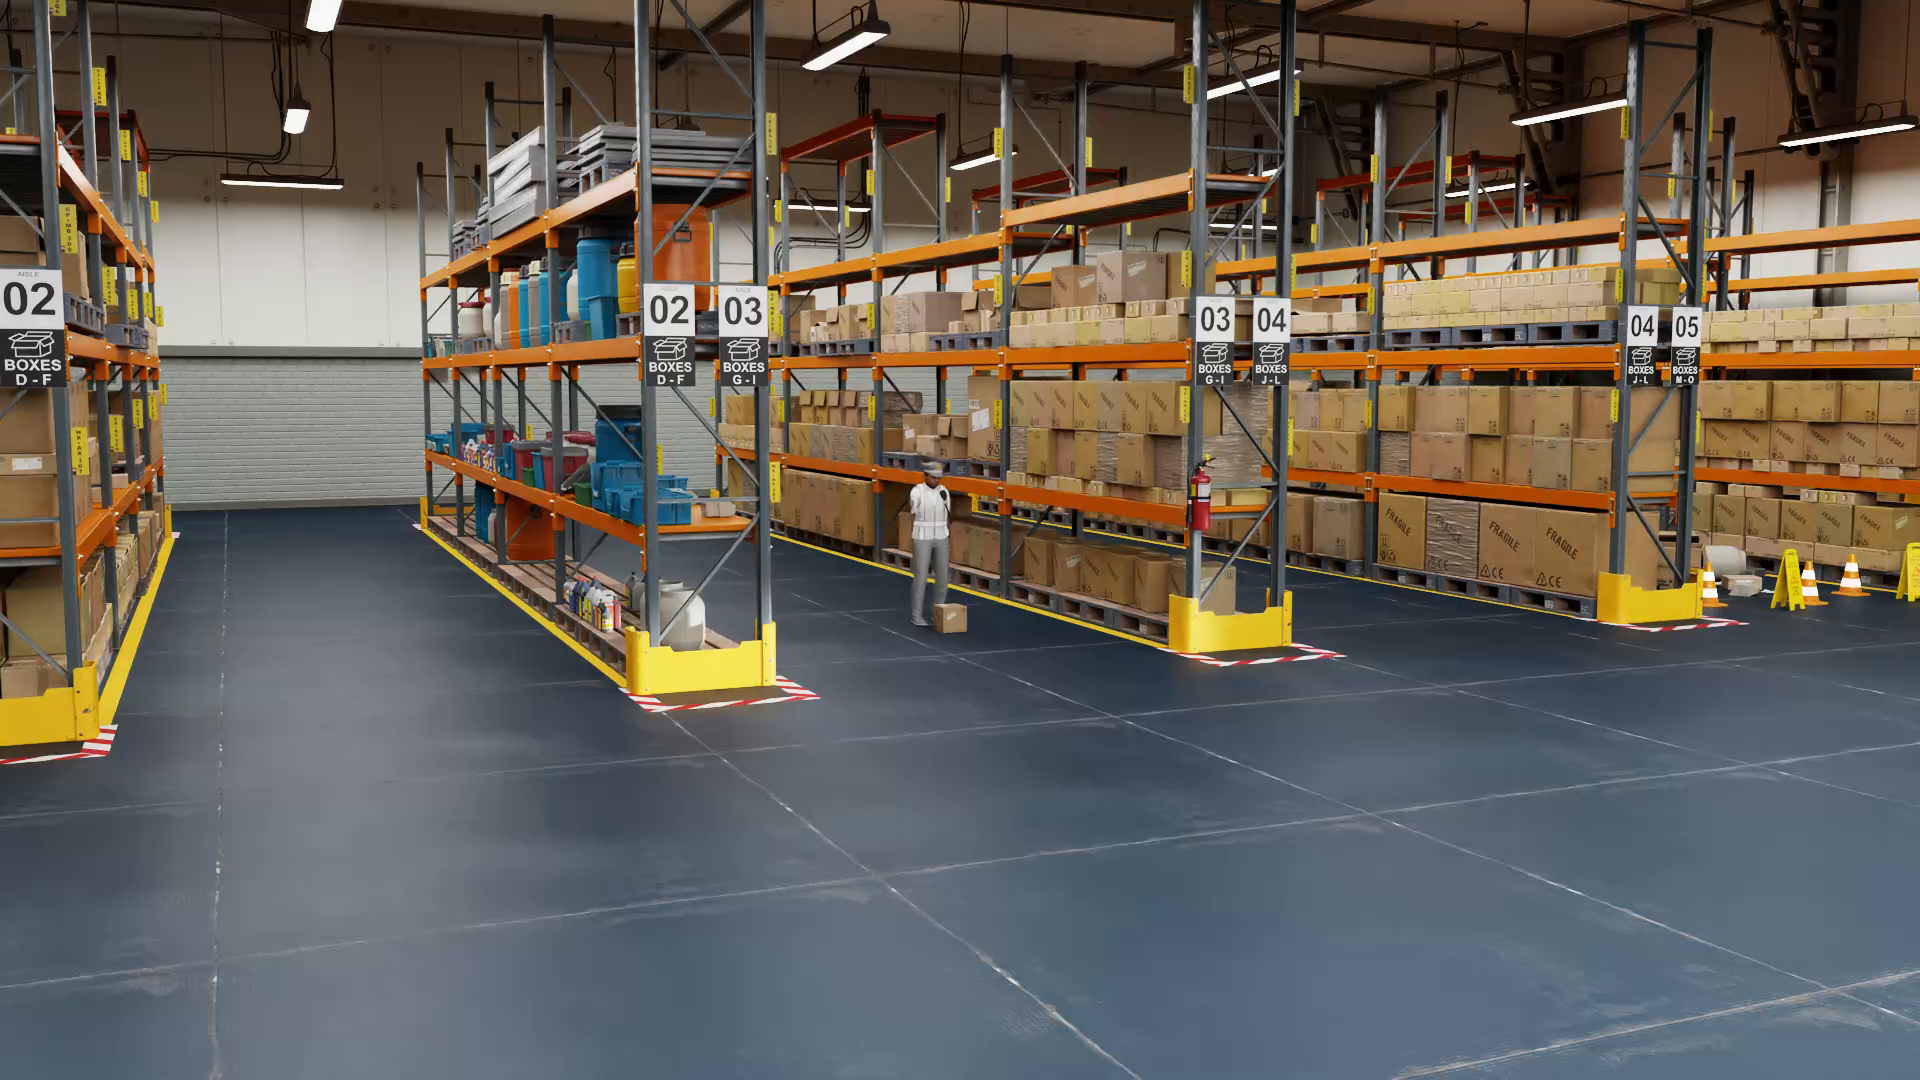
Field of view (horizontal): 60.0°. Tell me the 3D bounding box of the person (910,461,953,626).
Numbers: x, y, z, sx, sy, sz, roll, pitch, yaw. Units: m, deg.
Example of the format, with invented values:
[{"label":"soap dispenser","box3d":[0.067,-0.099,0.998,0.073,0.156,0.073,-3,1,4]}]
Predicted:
[{"label":"person","box3d":[-0.282,0.033,16.756,0.440,1.659,0.337,-2,6,-23]}]
